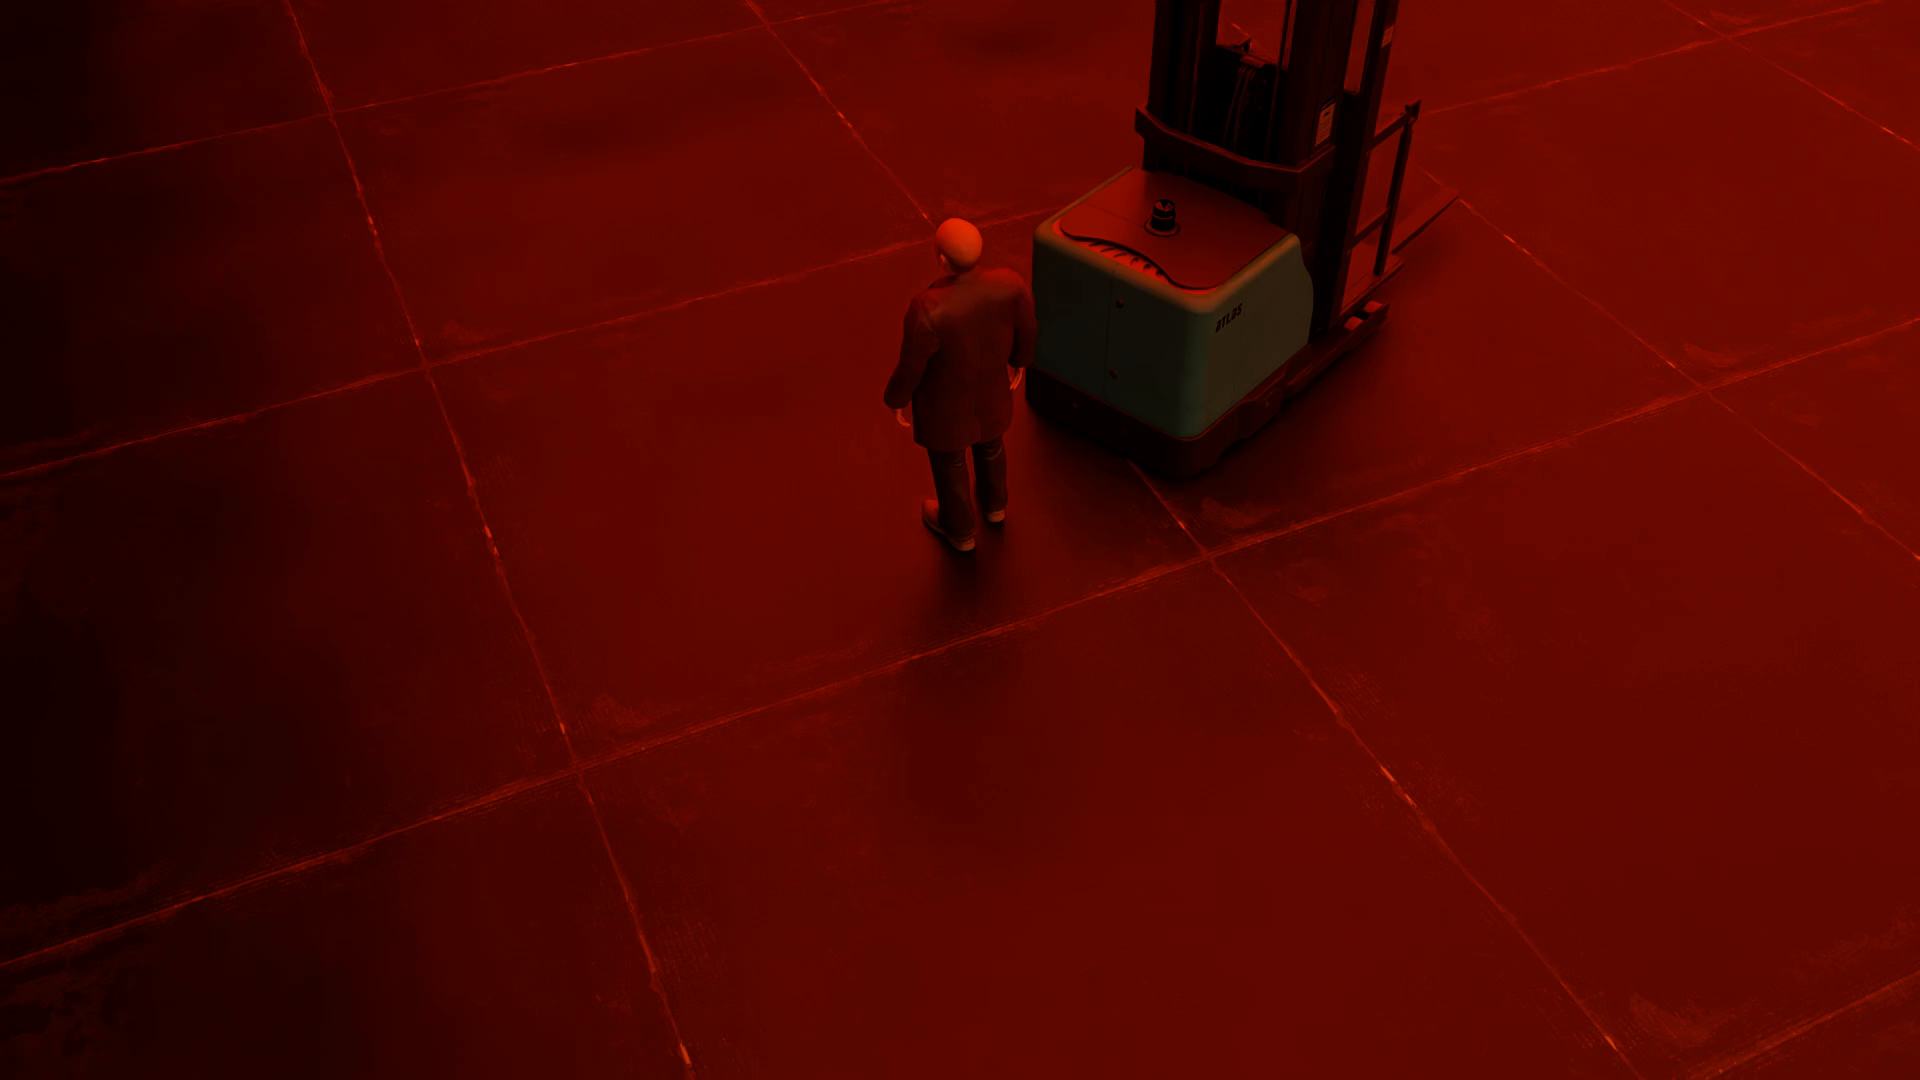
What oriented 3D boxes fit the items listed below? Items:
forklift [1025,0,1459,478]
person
[{"bbox_3d":[1.671,-2.304,8.149,1.130,2.935,3.031,30,51,28],"label":"forklift"},{"bbox_3d":[-0.035,-0.713,7.279,0.698,1.778,0.579,-18,46,-18],"label":"person"}]
